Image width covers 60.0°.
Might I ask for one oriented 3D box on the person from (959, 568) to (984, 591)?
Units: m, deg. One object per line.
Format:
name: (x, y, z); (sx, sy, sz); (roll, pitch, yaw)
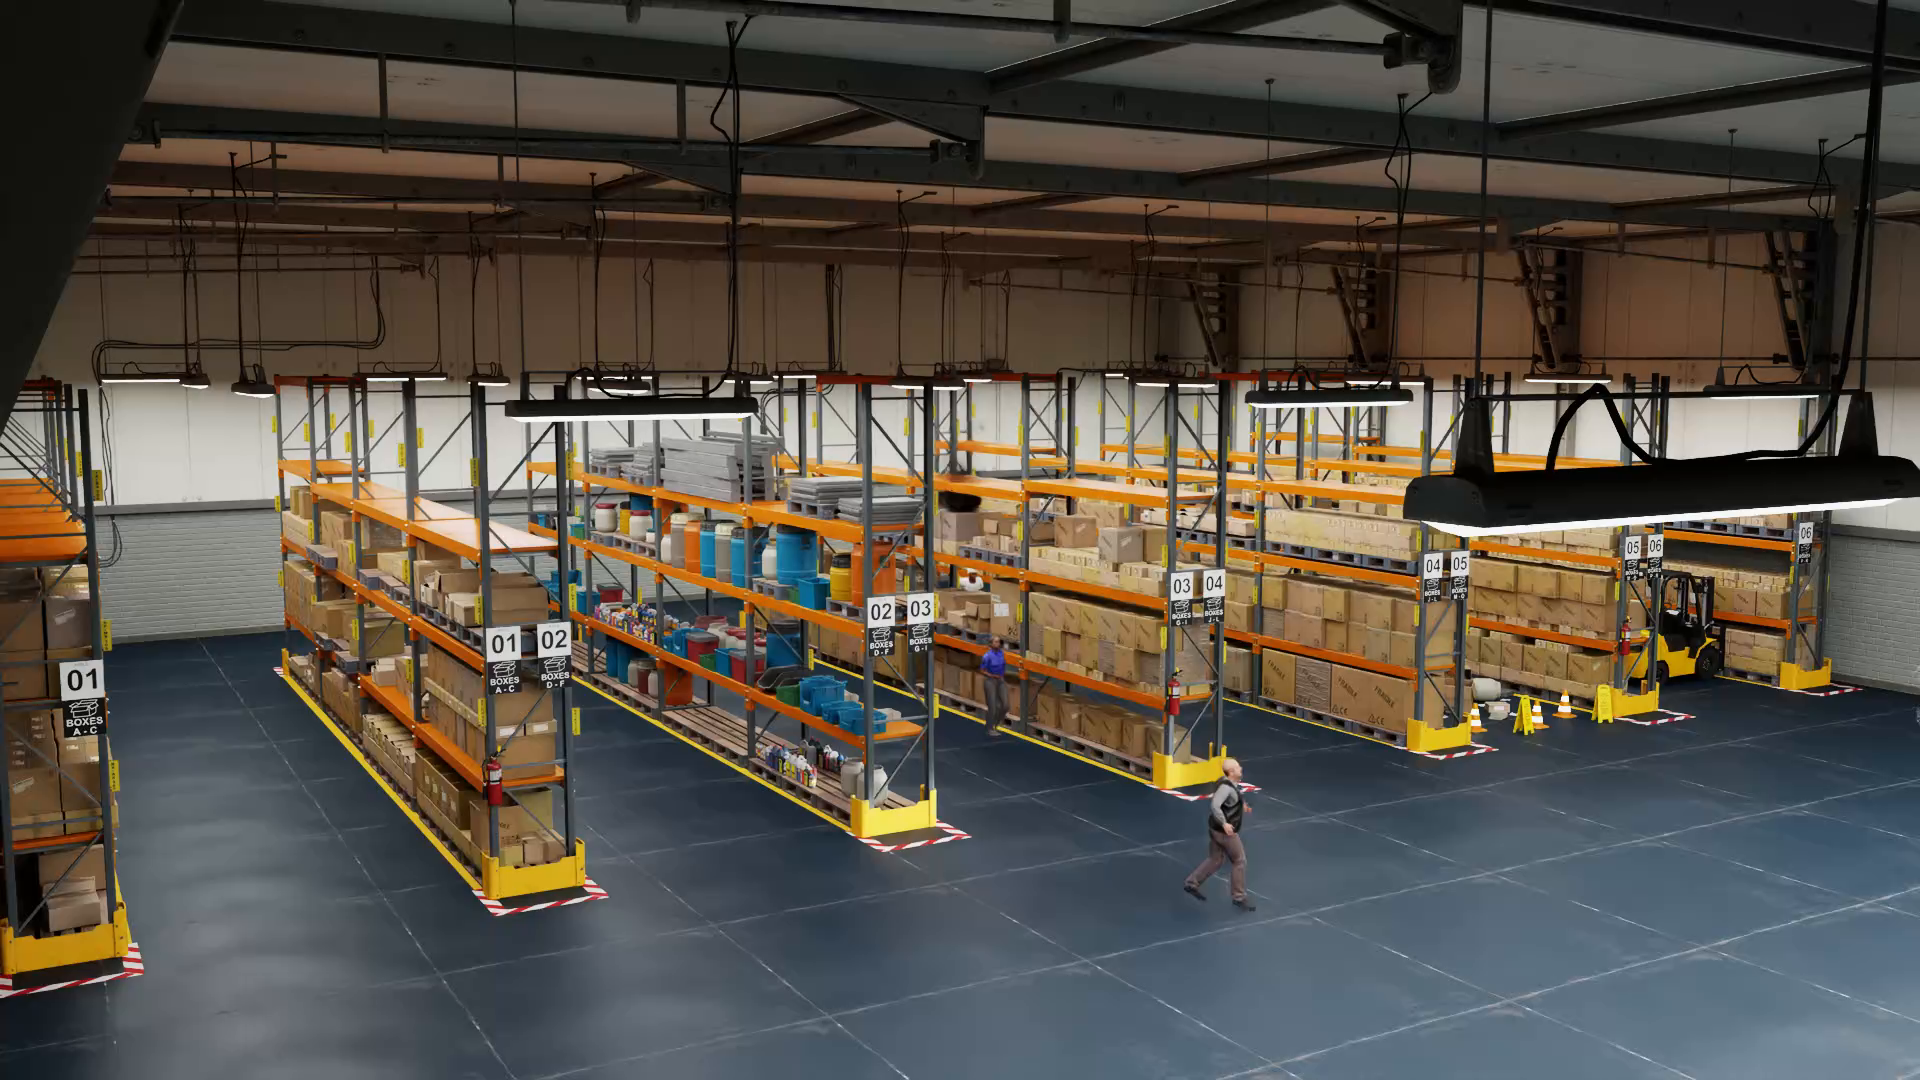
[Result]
person: (0.192, 1.439, 36.939); (0.700, 1.753, 1.097); (-4, 7, -32)

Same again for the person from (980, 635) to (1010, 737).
person: (0.607, 2.350, 26.531); (0.579, 1.661, 0.548); (-5, 8, -37)

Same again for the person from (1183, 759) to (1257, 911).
person: (3.004, 3.371, 19.156); (0.825, 1.746, 0.656); (0, 6, -3)
